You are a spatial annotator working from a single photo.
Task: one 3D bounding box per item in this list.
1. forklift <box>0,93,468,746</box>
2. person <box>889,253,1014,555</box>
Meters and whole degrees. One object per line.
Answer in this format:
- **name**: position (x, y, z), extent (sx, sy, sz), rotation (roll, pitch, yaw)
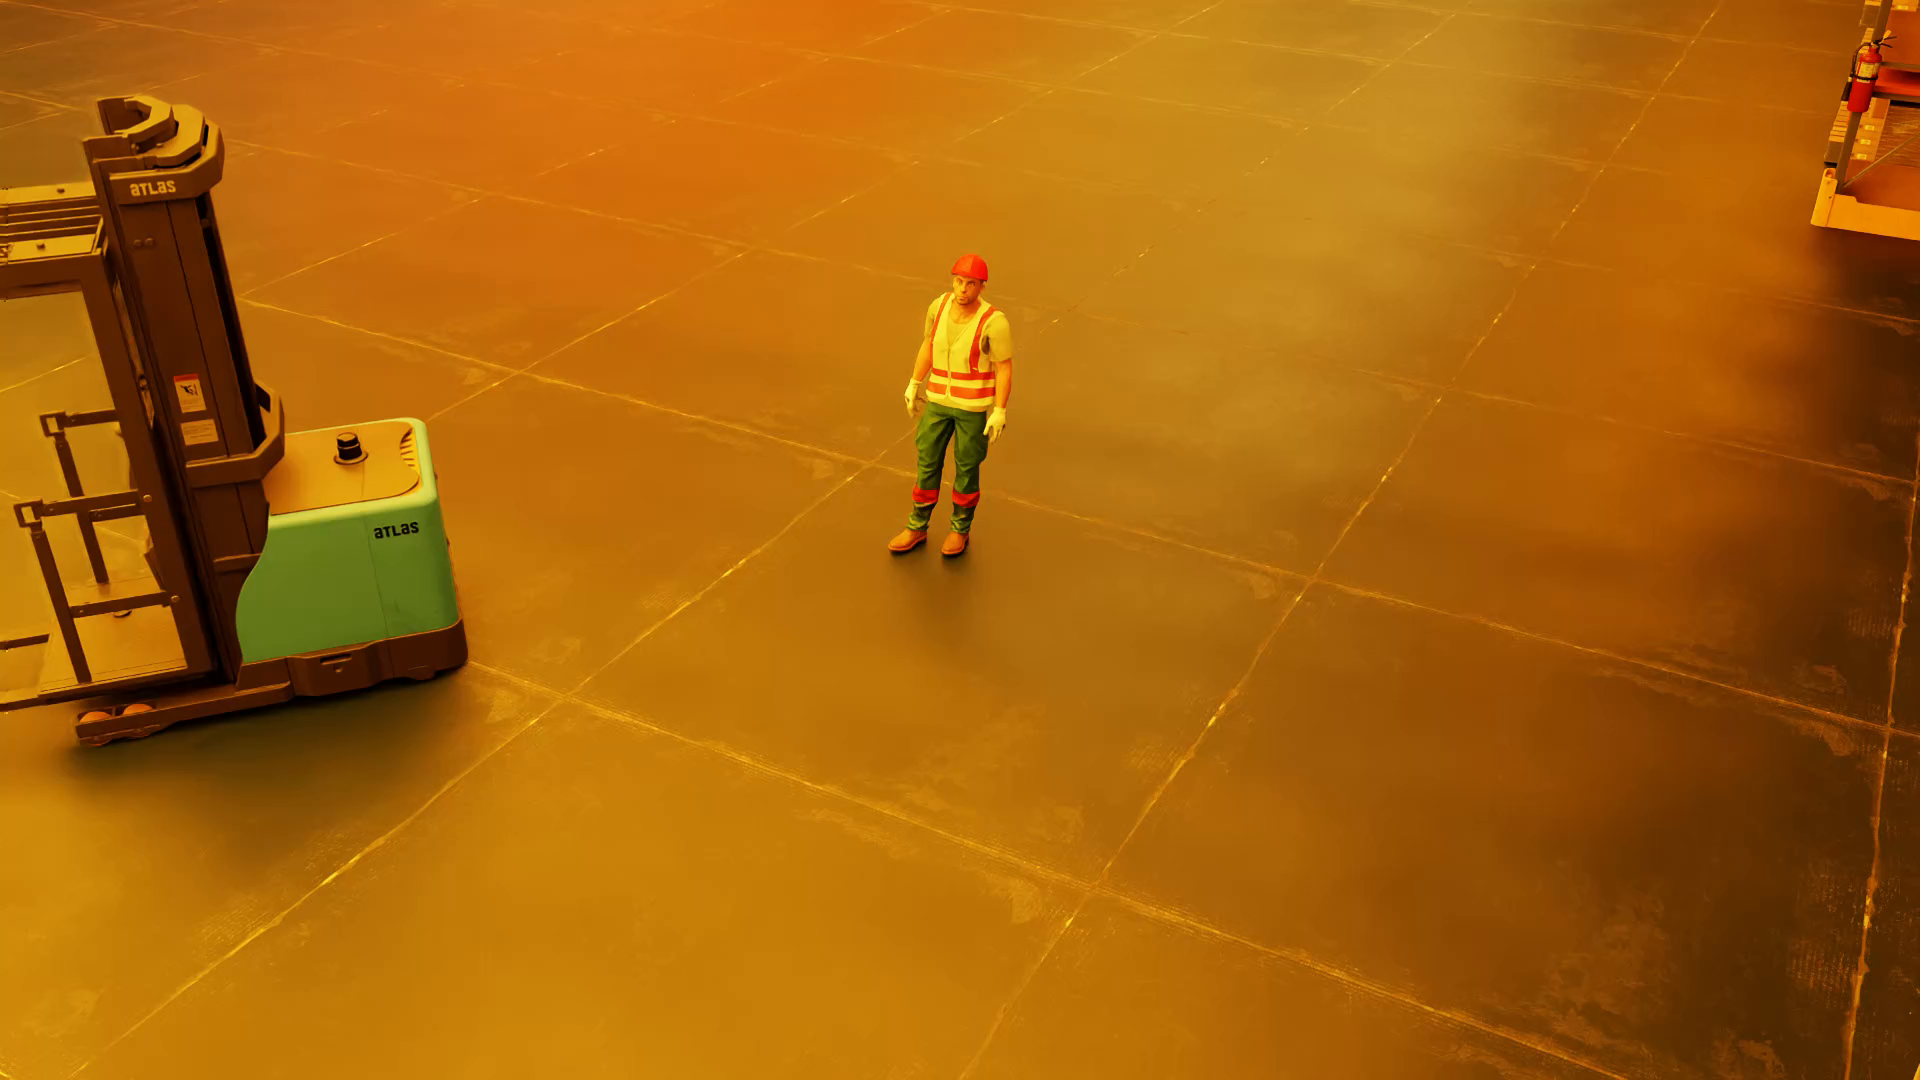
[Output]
- **forklift**: position (-4.174, -0.549, 8.022), extent (3.031, 2.935, 1.130), rotation (-10, 31, -17)
- **person**: position (-0.049, -0.748, 9.495), extent (0.638, 1.789, 0.562), rotation (15, 33, 25)
